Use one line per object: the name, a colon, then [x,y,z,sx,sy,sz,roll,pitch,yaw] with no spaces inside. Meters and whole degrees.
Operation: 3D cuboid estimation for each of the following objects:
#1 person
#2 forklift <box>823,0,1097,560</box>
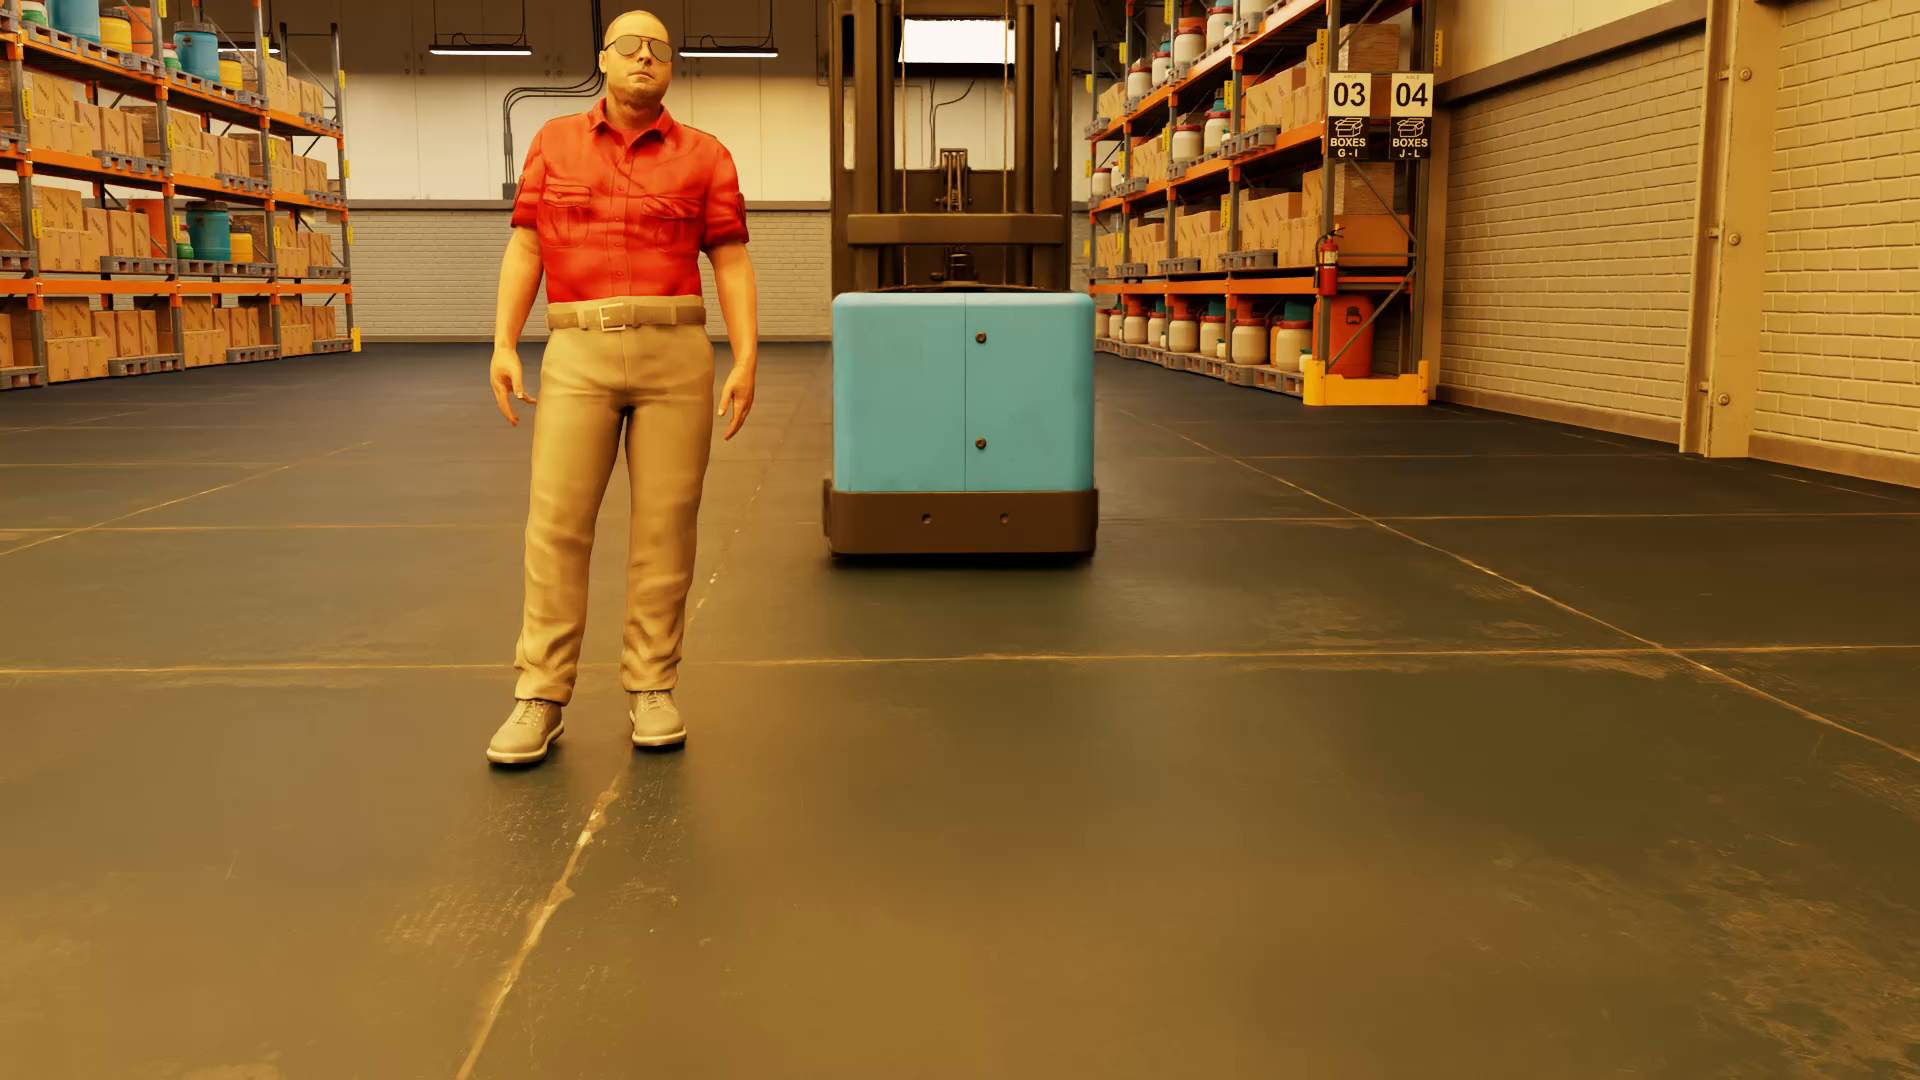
person: [-0.797,-0.380,3.931,0.641,1.728,0.550,-1,9,-8]
forklift: [-0.054,-1.549,7.765,1.130,2.935,3.031,0,8,-3]
